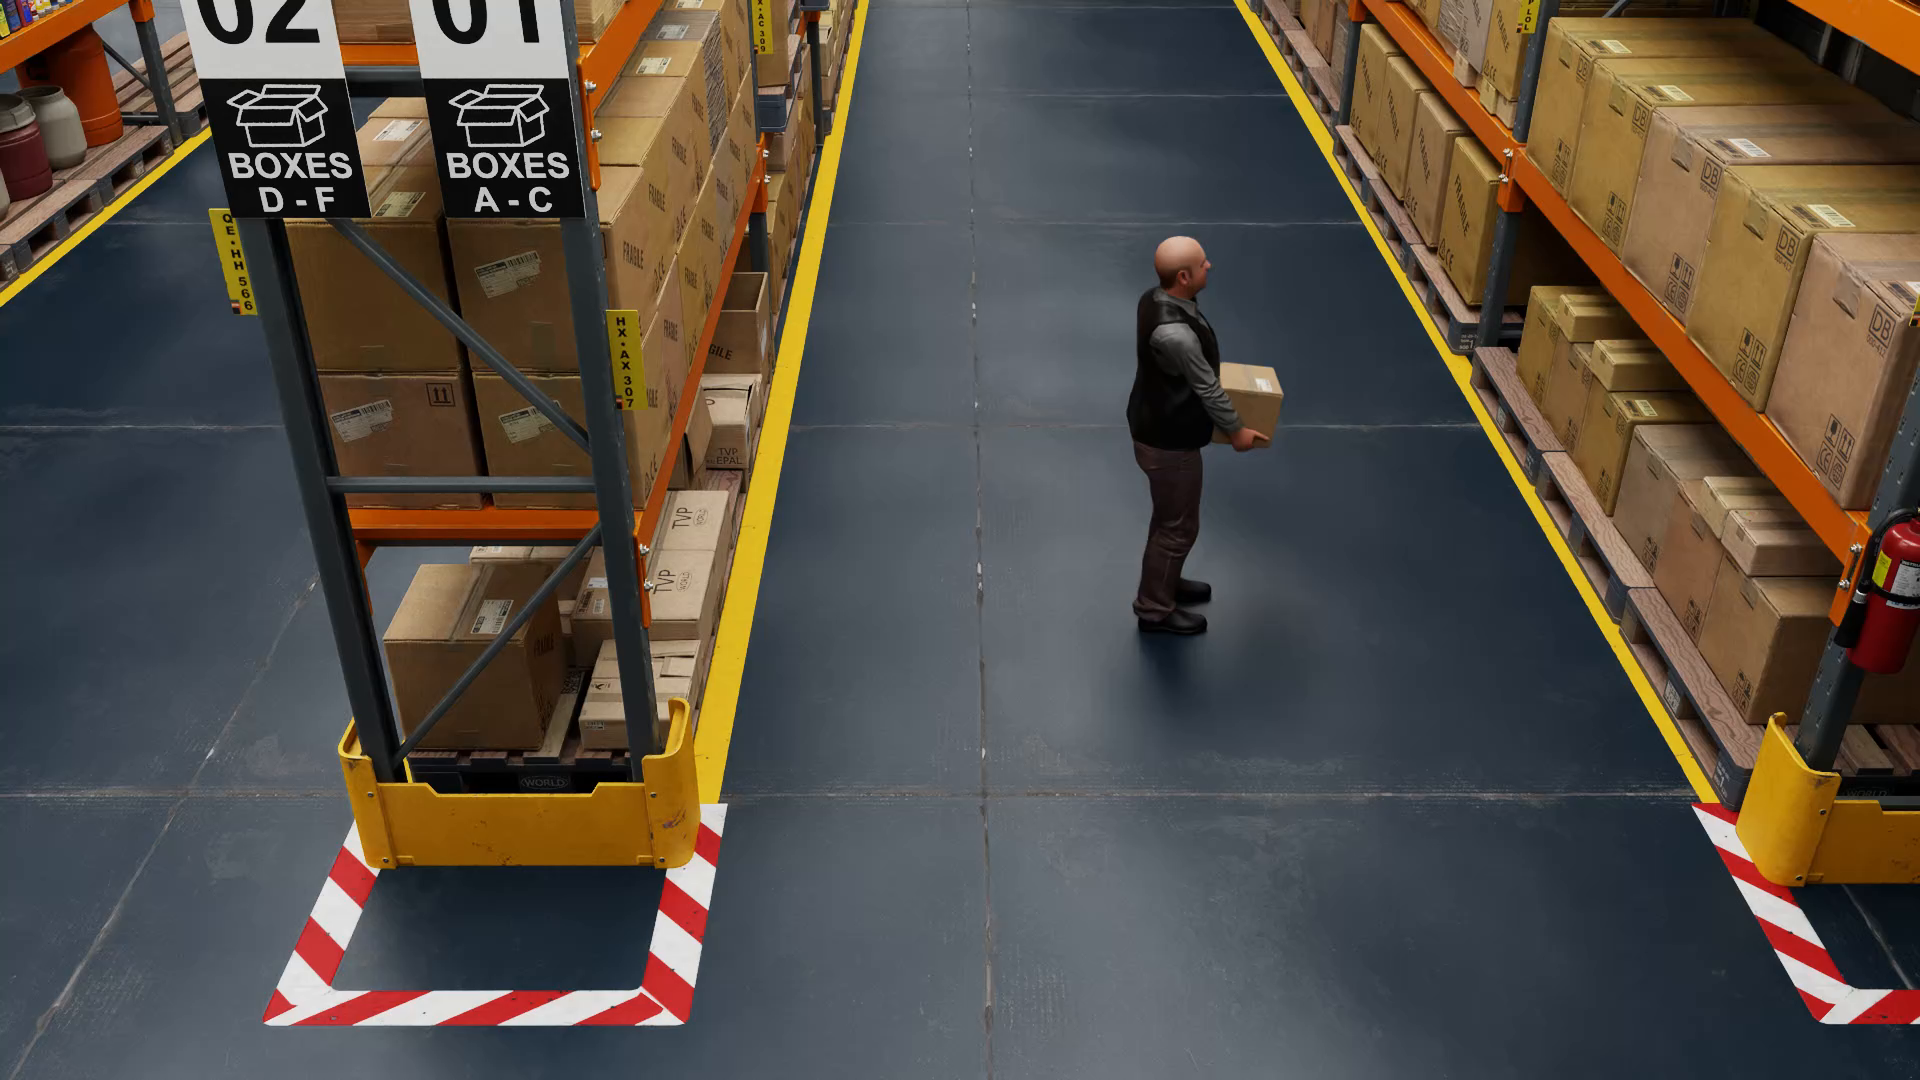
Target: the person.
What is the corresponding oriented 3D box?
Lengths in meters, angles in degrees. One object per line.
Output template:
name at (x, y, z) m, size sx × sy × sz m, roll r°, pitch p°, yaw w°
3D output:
person at (0.968, -0.434, 6.877) m, size 0.556 × 1.720 × 0.495 m, roll 0°, pitch 31°, yaw 0°
